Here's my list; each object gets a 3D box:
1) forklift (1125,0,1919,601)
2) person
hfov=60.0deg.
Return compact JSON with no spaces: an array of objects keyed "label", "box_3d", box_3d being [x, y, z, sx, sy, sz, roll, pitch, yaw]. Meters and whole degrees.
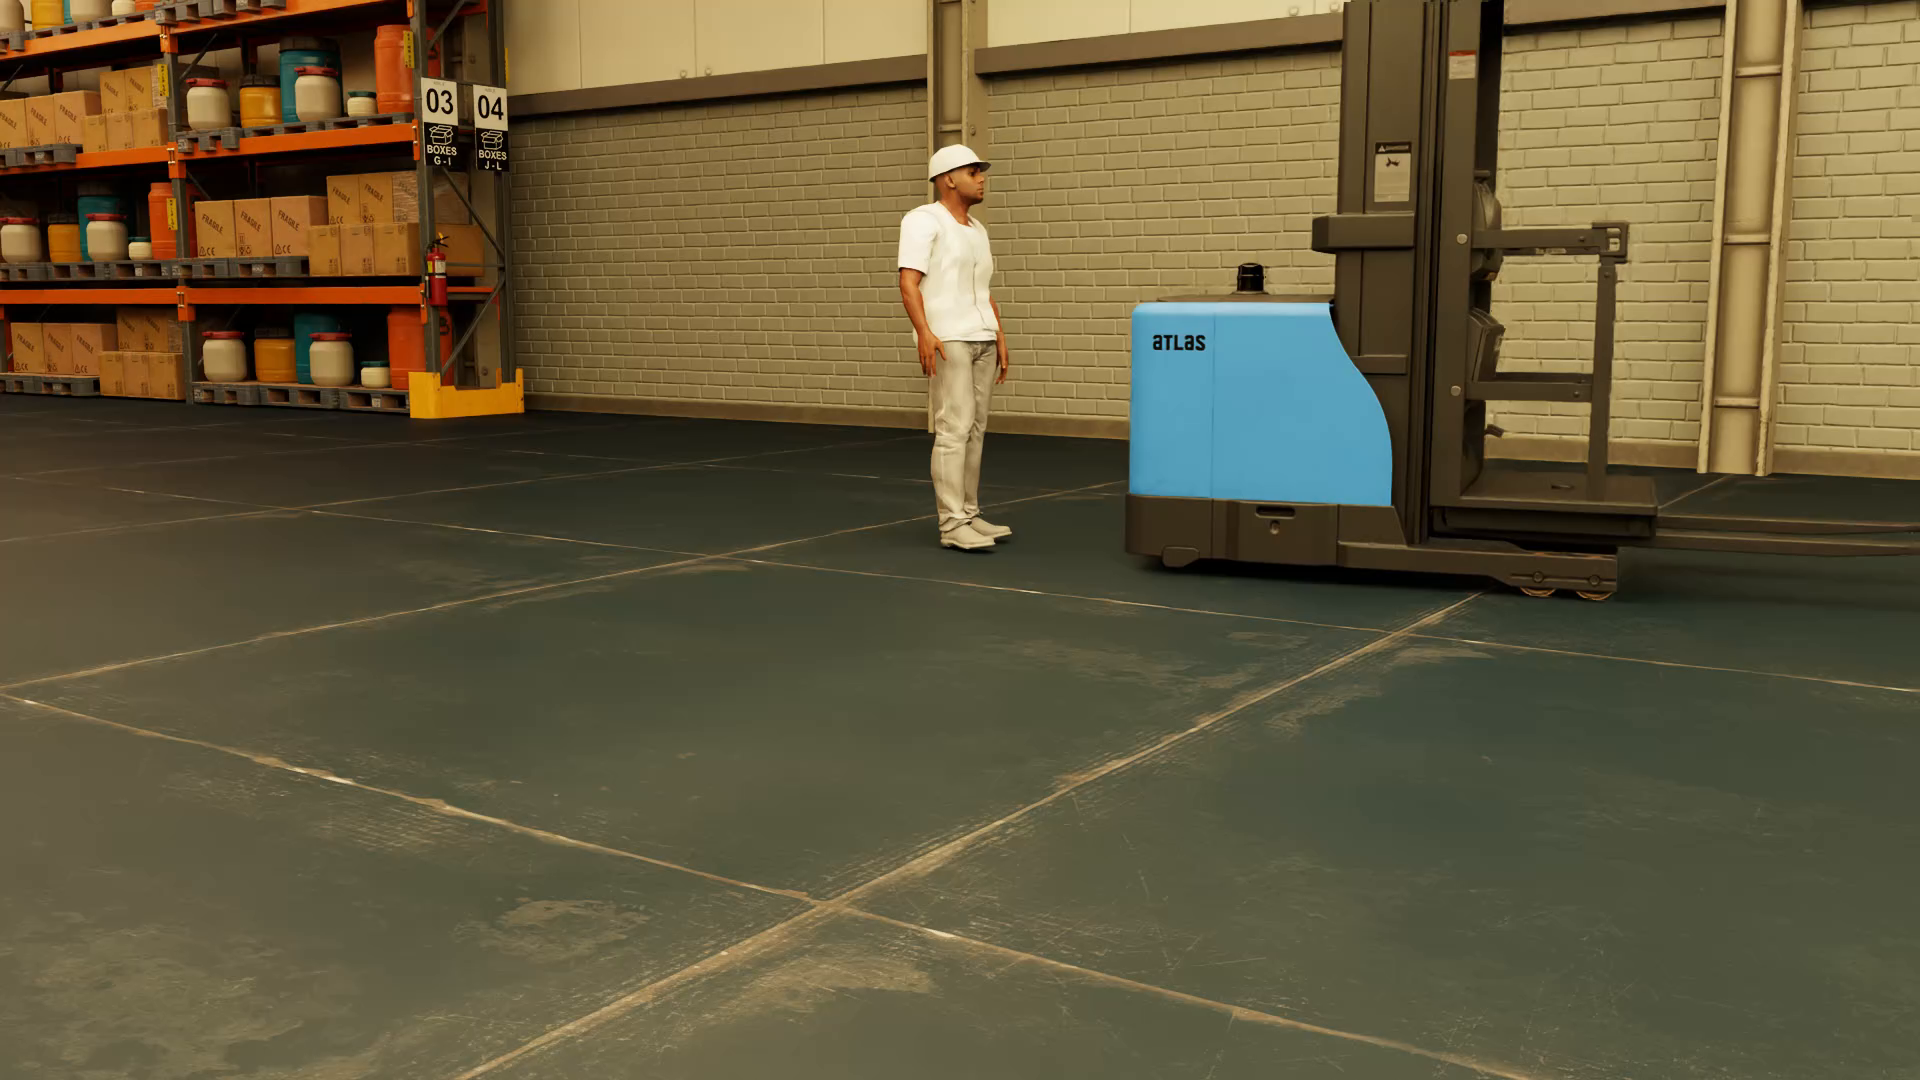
[{"label":"forklift","box_3d":[2.240,-1.314,6.434,3.031,2.935,1.130,3,9,21]},{"label":"person","box_3d":[0.054,-0.876,7.435,0.577,1.765,0.666,5,10,34]}]
